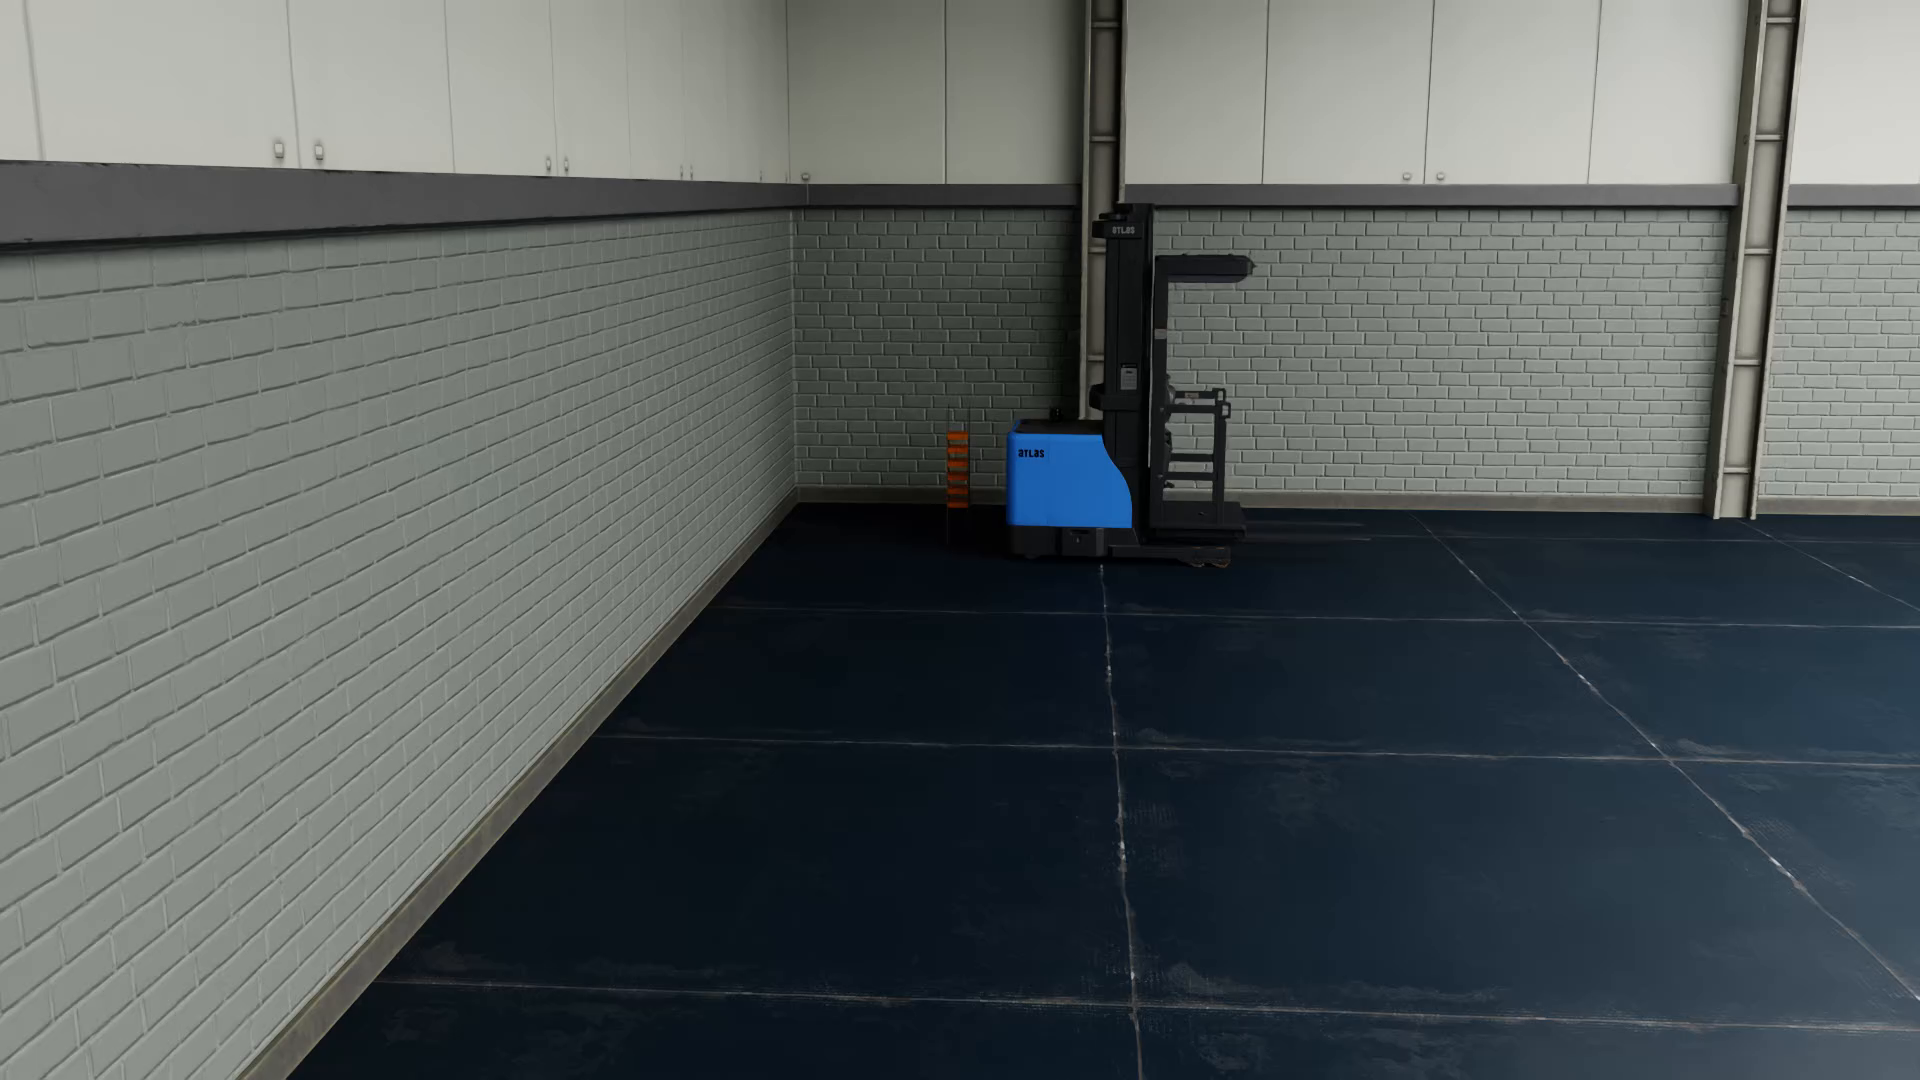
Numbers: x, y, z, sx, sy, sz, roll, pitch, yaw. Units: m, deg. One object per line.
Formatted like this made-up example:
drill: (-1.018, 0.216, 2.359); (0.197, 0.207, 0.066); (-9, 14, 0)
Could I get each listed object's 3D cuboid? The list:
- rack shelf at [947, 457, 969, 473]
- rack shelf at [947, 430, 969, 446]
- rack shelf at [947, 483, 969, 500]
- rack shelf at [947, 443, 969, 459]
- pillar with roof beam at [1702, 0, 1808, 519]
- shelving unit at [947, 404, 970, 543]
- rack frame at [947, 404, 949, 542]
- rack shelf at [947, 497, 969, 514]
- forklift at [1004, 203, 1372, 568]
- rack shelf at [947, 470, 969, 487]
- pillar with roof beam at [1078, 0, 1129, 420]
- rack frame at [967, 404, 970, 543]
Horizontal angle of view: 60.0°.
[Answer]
rack shelf: (-0.014, -0.661, 14.631); (0.180, 0.103, 0.258); (1, 12, 4)
rack shelf: (-0.014, -0.896, 14.582); (0.180, 0.103, 0.258); (1, 12, 4)
rack shelf: (-0.014, -0.427, 14.680); (0.180, 0.103, 0.258); (1, 12, 4)
rack shelf: (-0.014, -0.779, 14.606); (0.180, 0.103, 0.258); (1, 12, 4)
pillar with roof beam: (7.045, -3.755, 10.742); (0.400, 9.000, 9.100); (1, 12, 4)
shelving unit: (-0.014, -0.587, 14.646); (0.189, 1.200, 0.258); (1, 12, 4)
rack frame: (-0.106, -0.589, 14.652); (0.006, 1.200, 0.240); (1, 12, 4)
rack shelf: (-0.014, -0.309, 14.704); (0.180, 0.103, 0.258); (1, 12, 4)
forklift: (1.923, -1.322, 13.930); (3.031, 2.935, 1.130); (1, 12, 6)
rack shelf: (-0.014, -0.544, 14.655); (0.180, 0.103, 0.258); (1, 12, 4)
pillar with roof beam: (1.058, -3.837, 11.134); (0.400, 9.000, 9.100); (1, 12, 4)
rack frame: (0.077, -0.586, 14.640); (0.006, 1.200, 0.240); (1, 12, 4)
